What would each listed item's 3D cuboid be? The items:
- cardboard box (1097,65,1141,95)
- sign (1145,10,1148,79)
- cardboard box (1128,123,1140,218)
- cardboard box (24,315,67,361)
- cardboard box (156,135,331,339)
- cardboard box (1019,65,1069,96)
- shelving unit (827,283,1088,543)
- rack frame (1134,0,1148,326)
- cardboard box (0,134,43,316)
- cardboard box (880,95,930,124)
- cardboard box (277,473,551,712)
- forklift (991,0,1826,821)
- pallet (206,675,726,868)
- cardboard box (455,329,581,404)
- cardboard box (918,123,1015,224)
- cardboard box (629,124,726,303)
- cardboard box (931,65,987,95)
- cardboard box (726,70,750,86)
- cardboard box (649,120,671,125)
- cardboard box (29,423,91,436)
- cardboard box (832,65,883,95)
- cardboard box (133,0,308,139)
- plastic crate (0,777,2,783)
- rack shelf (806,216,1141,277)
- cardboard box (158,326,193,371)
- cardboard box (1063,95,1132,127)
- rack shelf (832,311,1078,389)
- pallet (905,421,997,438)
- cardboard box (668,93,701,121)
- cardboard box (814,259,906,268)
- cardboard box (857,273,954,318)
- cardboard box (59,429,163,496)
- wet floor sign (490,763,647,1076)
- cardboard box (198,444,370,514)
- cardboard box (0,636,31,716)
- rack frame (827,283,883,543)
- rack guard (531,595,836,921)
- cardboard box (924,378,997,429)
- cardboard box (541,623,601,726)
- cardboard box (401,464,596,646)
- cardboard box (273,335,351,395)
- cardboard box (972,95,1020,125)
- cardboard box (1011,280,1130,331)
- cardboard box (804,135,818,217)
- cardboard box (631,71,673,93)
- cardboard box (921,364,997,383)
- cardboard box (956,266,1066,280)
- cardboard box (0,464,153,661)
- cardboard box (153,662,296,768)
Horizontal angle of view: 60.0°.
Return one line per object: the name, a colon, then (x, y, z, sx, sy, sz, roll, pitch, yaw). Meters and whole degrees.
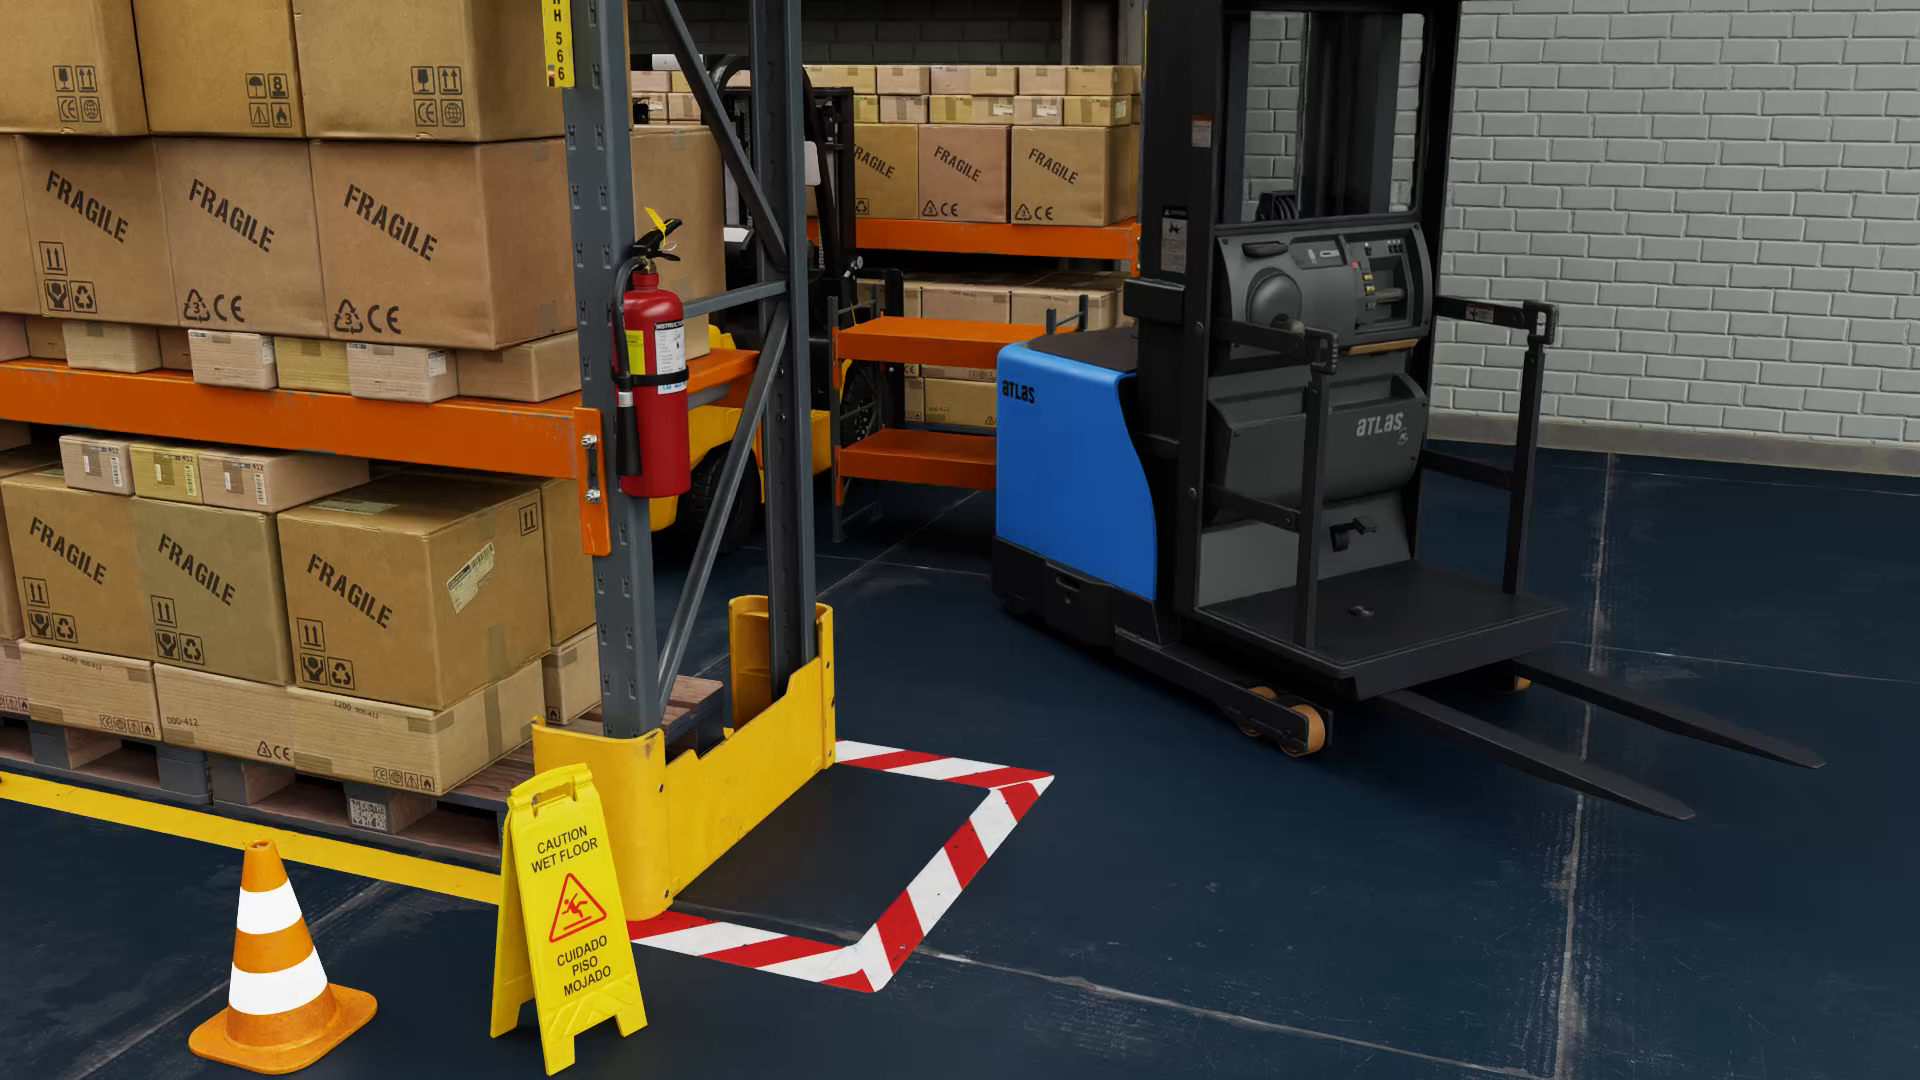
cardboard box: (0.905, -2.493, 9.006, 0.250, 0.149, 0.380, 6, 17, 20)
sign: (0.927, -2.432, 8.168, 0.005, 0.325, 0.100, 6, 17, 21)
cardboard box: (0.780, -2.072, 9.251, 0.500, 0.500, 0.500, 7, 18, 22)
cardboard box: (-2.520, -0.637, 4.939, 0.250, 0.149, 0.380, 6, 17, 21)
cardboard box: (-1.749, -0.841, 4.477, 0.500, 0.500, 0.500, 6, 17, 21)
cardboard box: (0.488, -2.403, 8.694, 0.250, 0.149, 0.380, 6, 17, 21)
shelving unit: (-0.006, -0.541, 7.519, 1.048, 1.125, 0.538, 6, 17, 21)
rack frame: (1.139, -1.901, 8.843, 0.127, 3.000, 1.000, 6, 17, 21)
cardboard box: (-2.677, -0.950, 4.852, 0.500, 0.500, 0.500, 6, 17, 21)
cardboard box: (-0.246, -2.328, 8.969, 0.250, 0.149, 0.380, 6, 17, 19)
cardboard box: (-1.519, 0.131, 4.676, 0.500, 0.500, 0.500, 6, 17, 21)
forklift: (1.350, -0.866, 5.400, 1.130, 2.935, 3.031, -10, 19, -31)
pallet: (-1.492, 0.626, 5.140, 1.213, 0.211, 1.003, 6, 17, 21)
cardboard box: (-1.105, -0.476, 4.383, 0.250, 0.149, 0.380, 7, 18, 22)
cardboard box: (0.106, -1.987, 8.959, 0.500, 0.500, 0.500, 7, 18, 22)
cardboard box: (-1.017, -0.925, 4.766, 0.500, 0.500, 0.500, 6, 17, 20)
cardboard box: (0.030, -2.467, 8.916, 0.250, 0.149, 0.380, 6, 17, 21)
cardboard box: (-1.167, -2.592, 9.346, 0.250, 0.149, 0.380, 6, 17, 20)
cardboard box: (-1.774, -2.196, 9.680, 0.500, 0.500, 0.500, 7, 17, 22)
cardboard box: (-2.802, -0.170, 5.711, 0.500, 0.500, 0.500, 7, 18, 24)
cardboard box: (-0.495, -2.490, 8.995, 0.250, 0.149, 0.380, 7, 17, 22)
cardboard box: (-1.702, -1.334, 4.382, 0.500, 0.500, 0.700, 6, 17, 21)
plastic crate: (-3.240, 0.753, 4.938, 0.583, 0.080, 0.402, 0, 16, 1)
rack shelf: (-0.721, -1.760, 9.648, 4.000, 0.370, 1.077, 6, 17, 21)
cardboard box: (-2.049, -0.586, 4.762, 0.250, 0.149, 0.380, 7, 17, 21)
cardboard box: (0.714, -2.224, 8.610, 0.250, 0.149, 0.380, 7, 17, 21)
rack shelf: (-0.006, -0.822, 7.438, 1.000, 0.278, 0.538, 6, 17, 21)
pallet: (0.413, -0.630, 9.463, 1.213, 0.211, 1.003, 6, 17, 21)
cardboard box: (-1.442, -2.452, 9.397, 0.250, 0.149, 0.380, 6, 17, 20)
cardboard box: (-0.640, -1.519, 9.912, 0.500, 0.250, 0.500, 6, 17, 20)
cardboard box: (-0.354, -1.329, 9.255, 0.500, 0.250, 0.500, 7, 17, 21)
cardboard box: (-2.363, -0.255, 4.841, 0.250, 0.149, 0.380, 7, 18, 23)
wet floor sign: (-0.894, 0.814, 3.712, 0.232, 0.644, 0.267, 14, 21, 40)
cardboard box: (-1.886, -0.201, 4.655, 0.250, 0.149, 0.380, 7, 18, 22)
cardboard box: (-2.955, 0.332, 5.329, 0.500, 0.250, 0.500, 6, 17, 20)
rack frame: (-0.479, -0.593, 7.698, 0.032, 1.125, 0.500, 6, 17, 21)
rack guard: (-0.749, 0.579, 4.782, 0.348, 0.500, 1.175, 6, 17, 21)
cardboard box: (0.127, -0.802, 9.234, 0.500, 0.250, 0.500, 6, 17, 21)
cardboard box: (-1.327, 0.351, 5.263, 0.500, 0.250, 0.500, 6, 17, 20)
cardboard box: (-1.350, -0.011, 5.166, 0.500, 0.500, 0.500, 6, 17, 19)
cardboard box: (-1.612, -0.505, 4.482, 0.250, 0.149, 0.380, 6, 17, 20)
cardboard box: (0.246, -2.284, 8.820, 0.250, 0.149, 0.380, 7, 17, 22)
cardboard box: (0.596, -1.229, 8.912, 0.500, 0.250, 0.500, 7, 18, 22)
cardboard box: (-0.843, -2.088, 9.306, 0.500, 0.500, 0.500, 6, 17, 21)
cardboard box: (-1.675, -2.623, 9.453, 0.250, 0.149, 0.380, 7, 17, 22)
cardboard box: (0.109, -1.045, 9.176, 0.500, 0.250, 0.500, 6, 17, 20)
cardboard box: (0.295, -1.411, 9.539, 0.500, 0.250, 0.500, 6, 17, 21)
cardboard box: (-2.473, 0.025, 5.041, 0.500, 0.500, 0.500, 6, 17, 19)
cardboard box: (-2.008, 0.437, 4.966, 0.500, 0.250, 0.500, 6, 17, 21)
